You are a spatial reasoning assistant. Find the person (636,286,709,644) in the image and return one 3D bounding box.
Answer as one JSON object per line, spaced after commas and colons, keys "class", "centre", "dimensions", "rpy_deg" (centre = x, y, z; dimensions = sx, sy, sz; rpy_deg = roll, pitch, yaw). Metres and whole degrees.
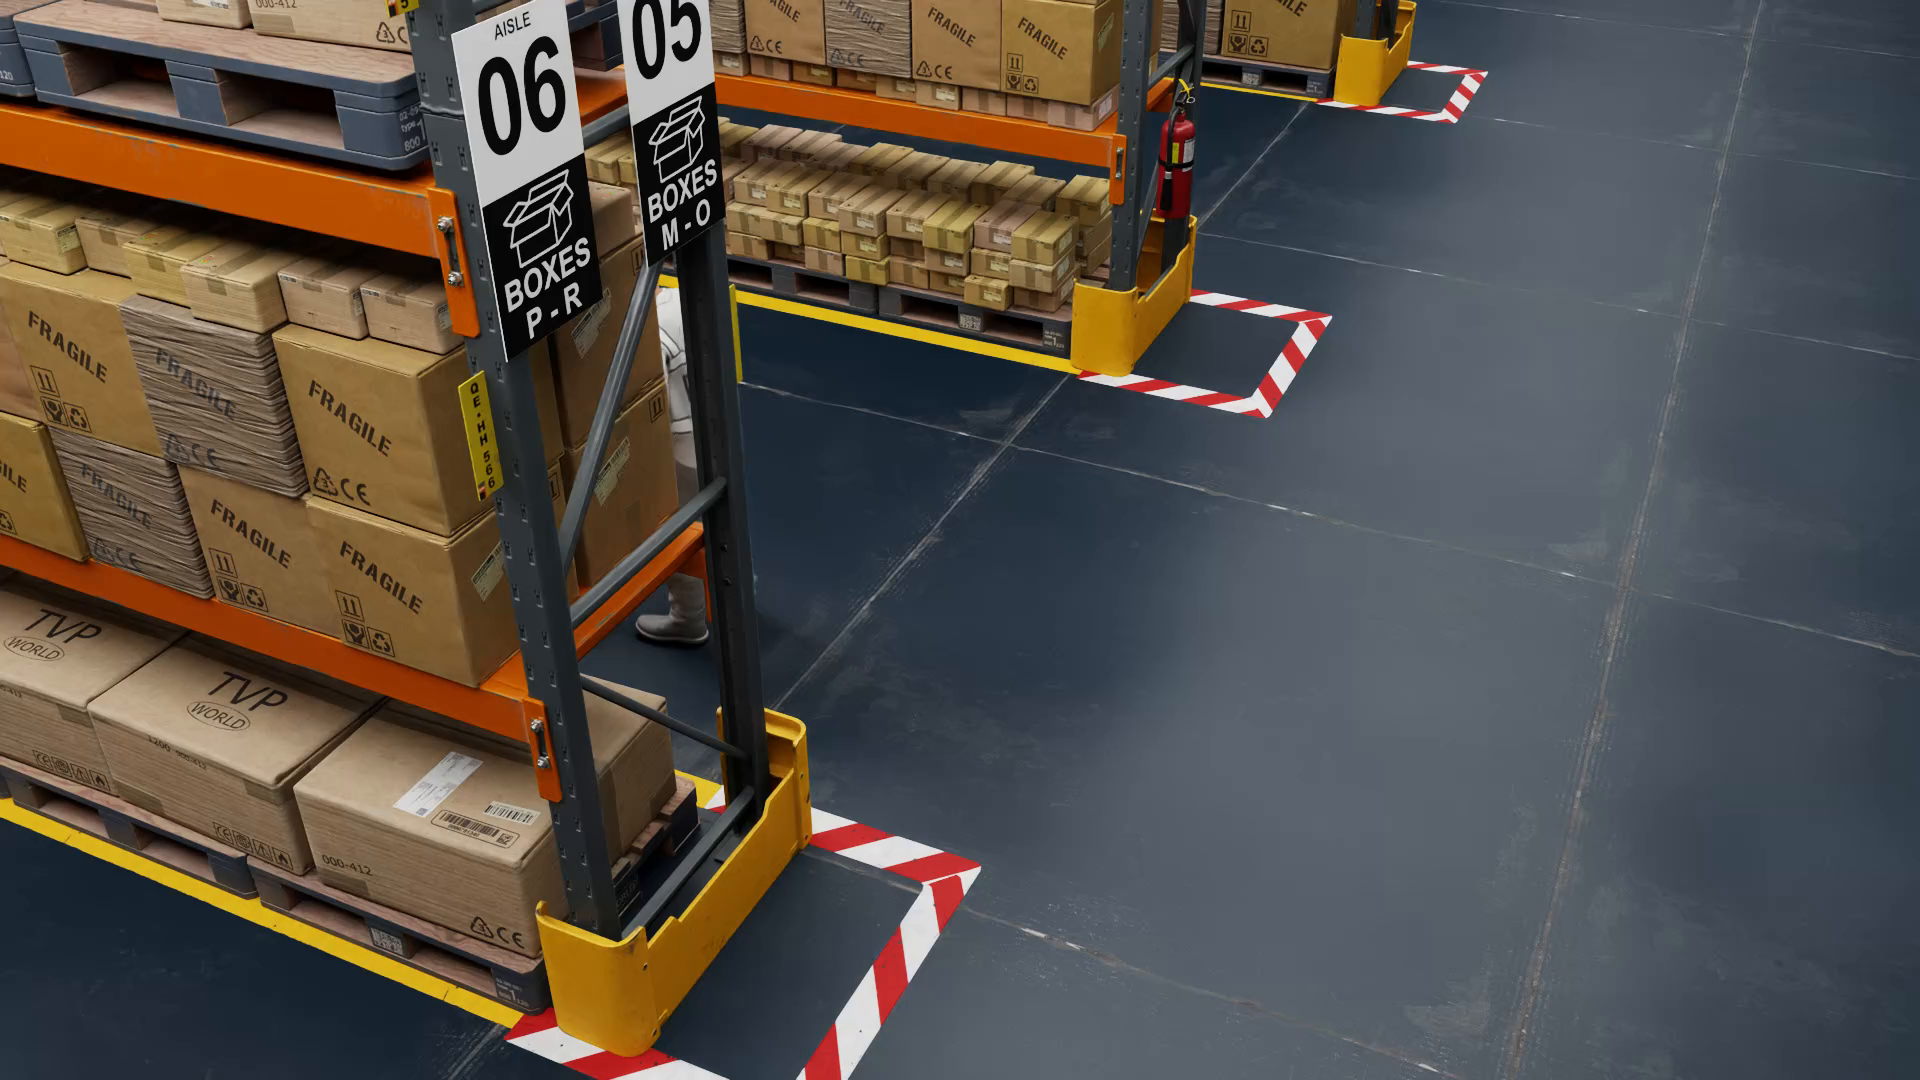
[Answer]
{"class": "person", "centre": [-1.198, -0.346, 6.707], "dimensions": [0.595, 1.807, 0.551], "rpy_deg": [8, 34, 12]}
